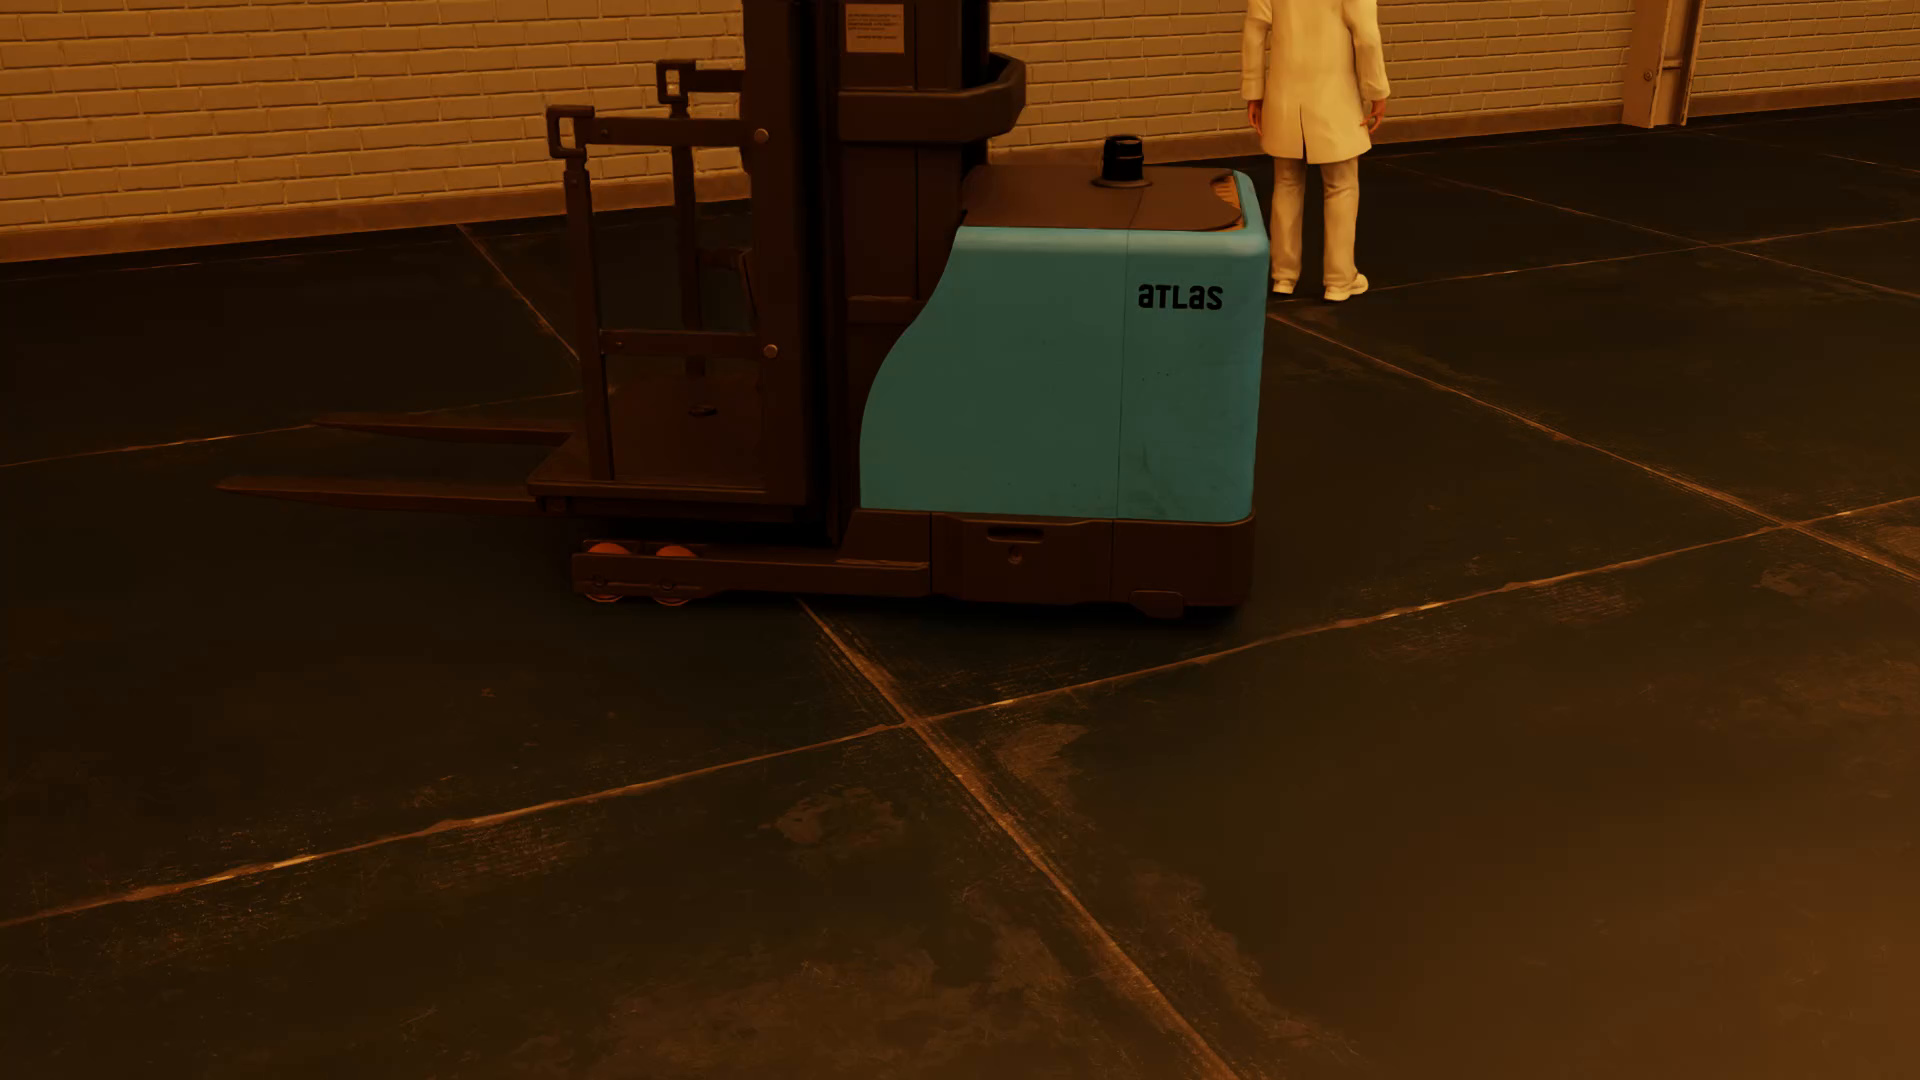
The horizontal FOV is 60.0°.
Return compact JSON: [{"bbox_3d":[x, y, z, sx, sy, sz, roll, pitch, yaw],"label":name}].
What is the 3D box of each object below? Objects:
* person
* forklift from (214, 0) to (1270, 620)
[{"bbox_3d":[1.636,-1.998,7.612,0.684,1.791,0.507,12,26,27],"label":"person"},{"bbox_3d":[-0.662,-1.366,4.574,3.031,2.935,1.130,2,23,6],"label":"forklift"}]
